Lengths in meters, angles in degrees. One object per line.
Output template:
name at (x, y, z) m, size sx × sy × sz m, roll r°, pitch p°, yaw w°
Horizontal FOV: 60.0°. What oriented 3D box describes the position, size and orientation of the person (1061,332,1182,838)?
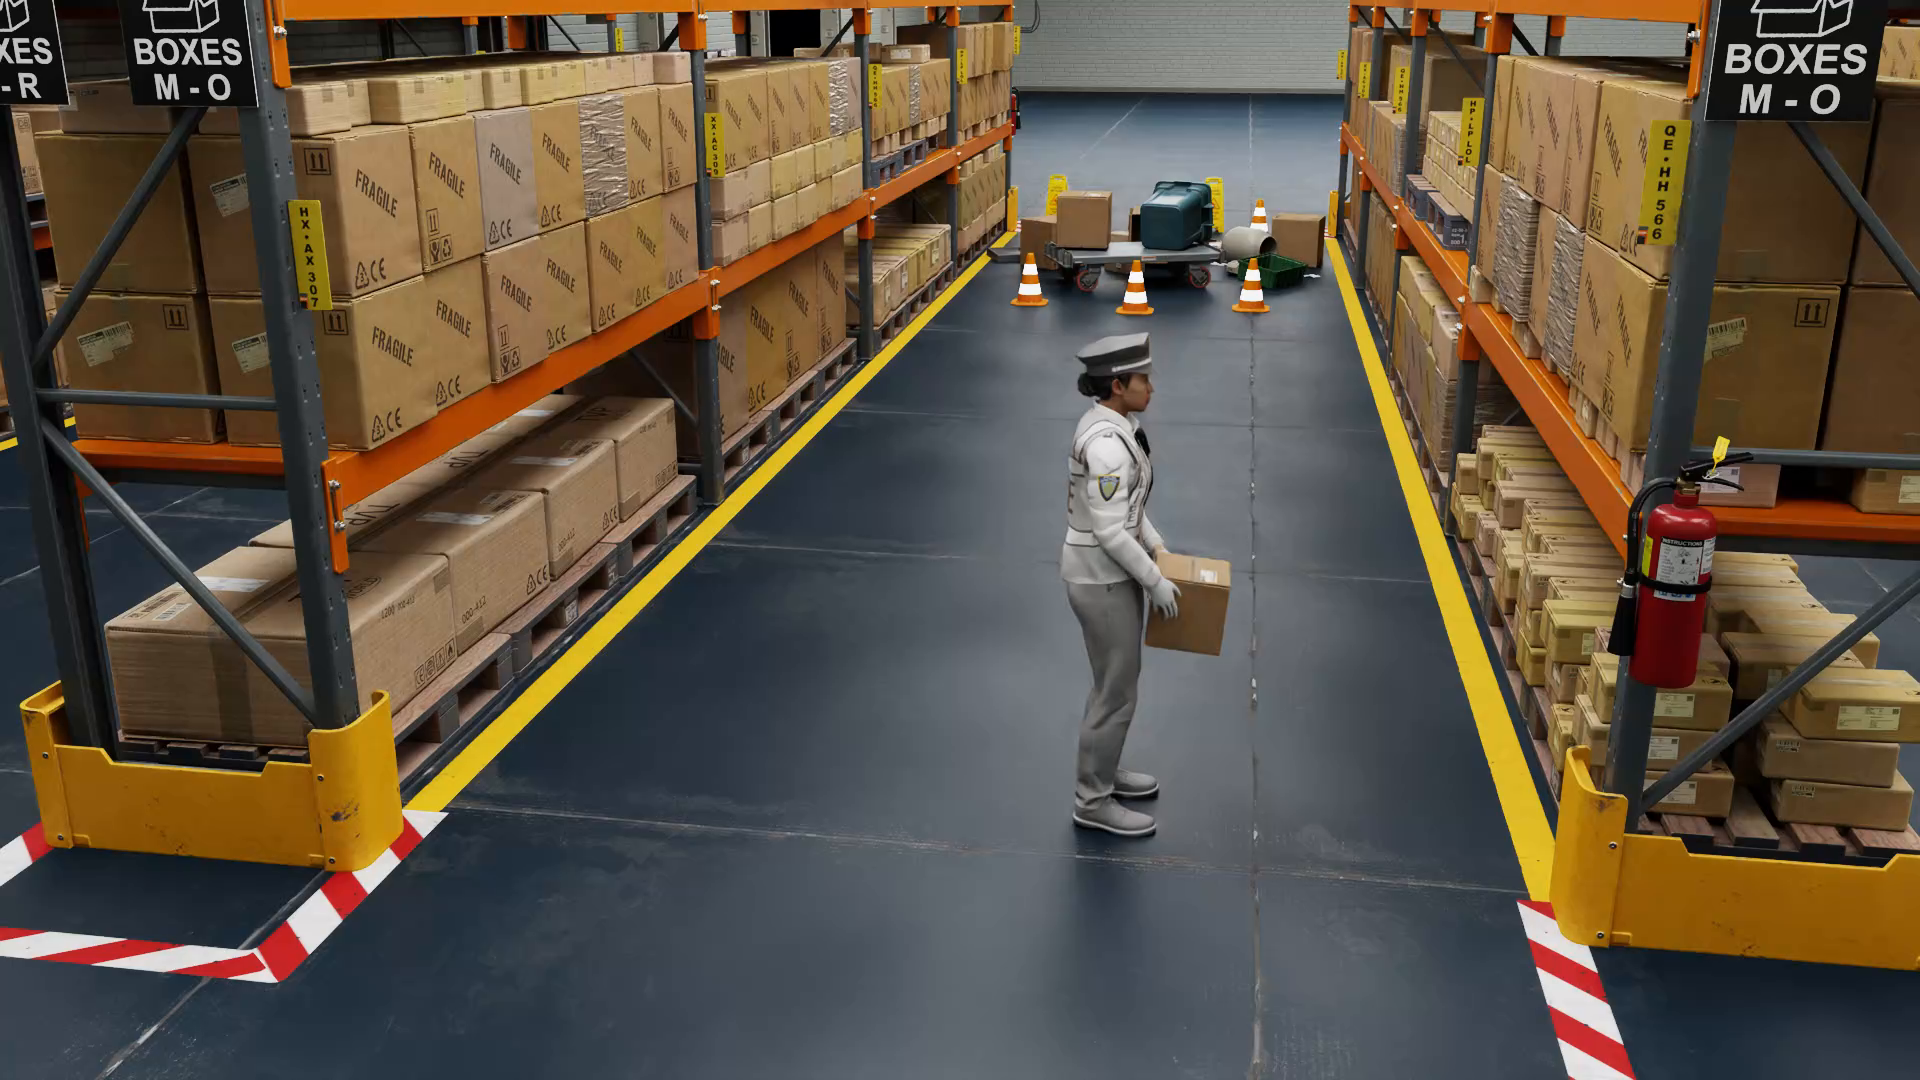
person at (0.544, 0.134, 5.603) m, size 0.411 × 1.684 × 0.500 m, roll 3°, pitch 18°, yaw 8°
